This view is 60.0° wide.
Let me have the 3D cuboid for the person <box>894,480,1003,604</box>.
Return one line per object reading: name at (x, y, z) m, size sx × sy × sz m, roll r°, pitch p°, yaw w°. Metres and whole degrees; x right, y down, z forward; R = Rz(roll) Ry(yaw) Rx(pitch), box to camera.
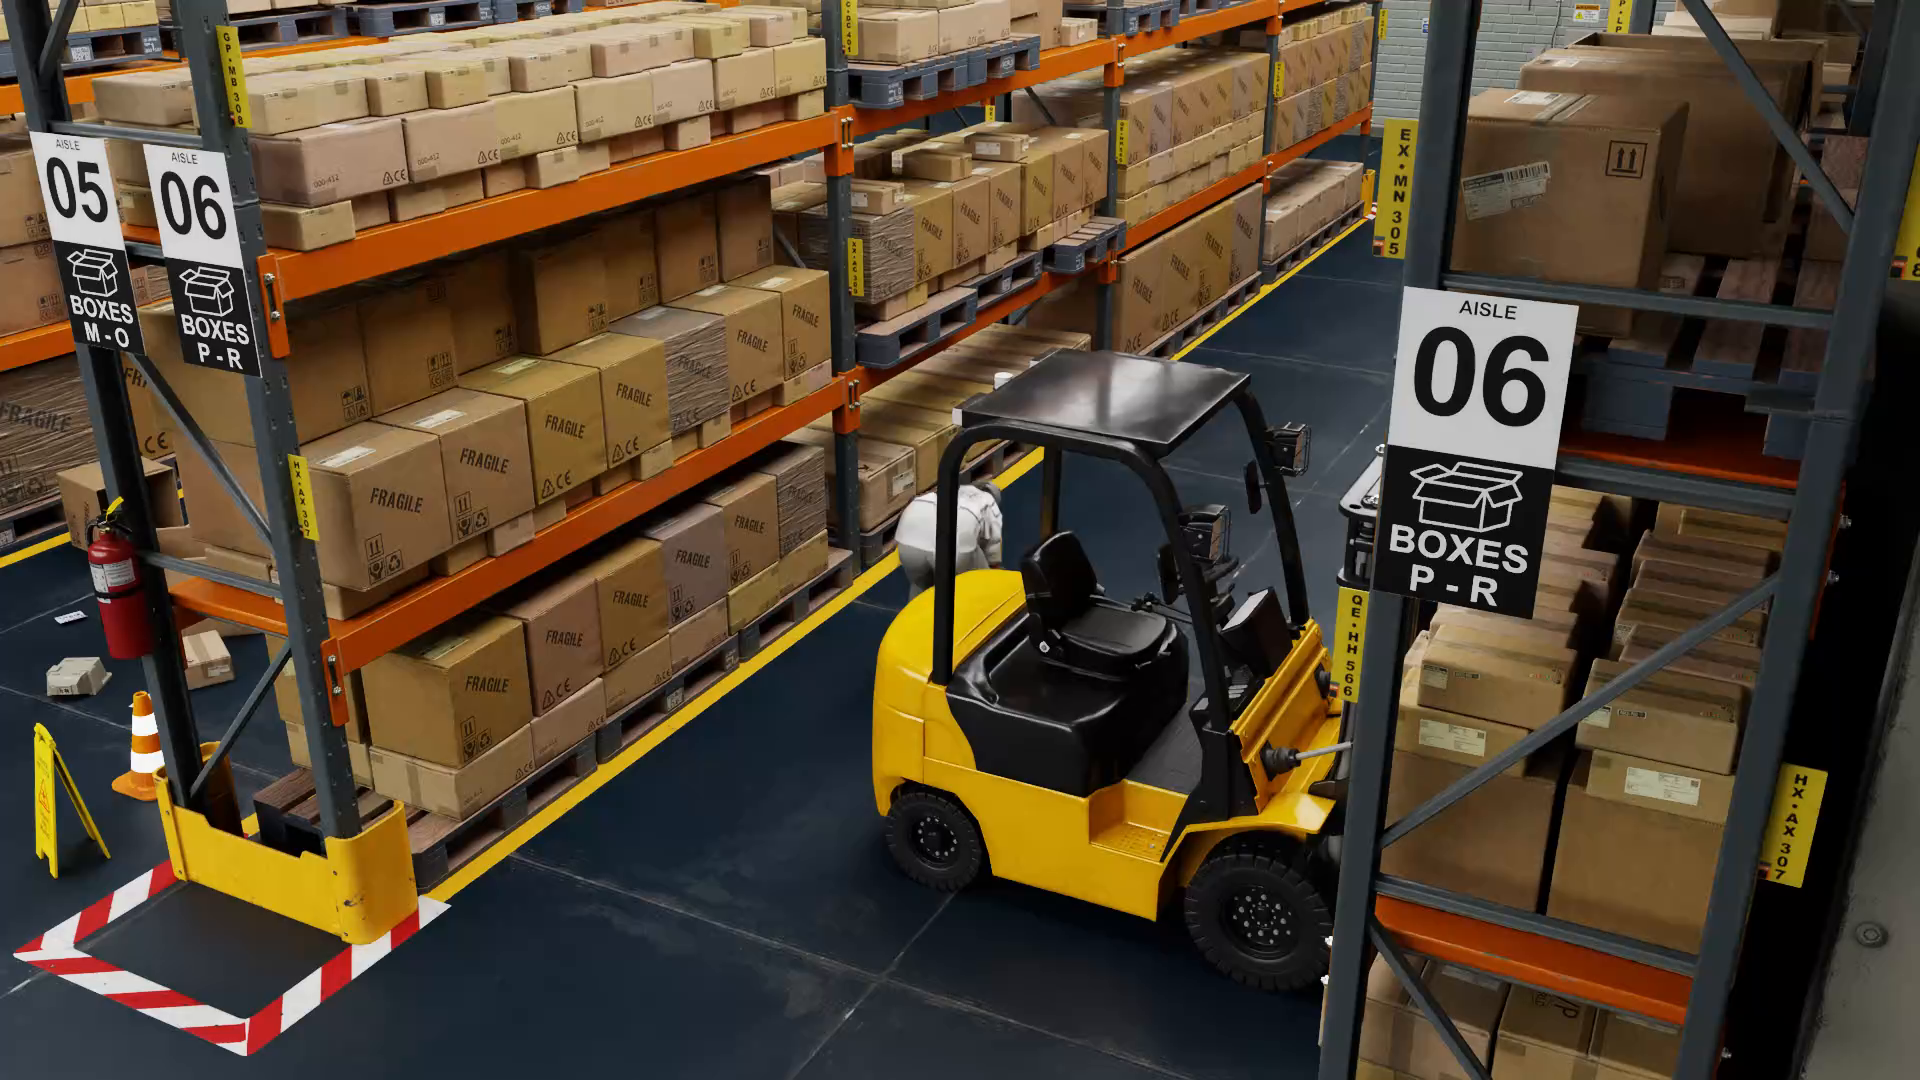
person at (-0.010, 0.165, 9.043) m, size 0.497 × 1.014 × 0.949 m, roll 10°, pitch 25°, yaw 21°
